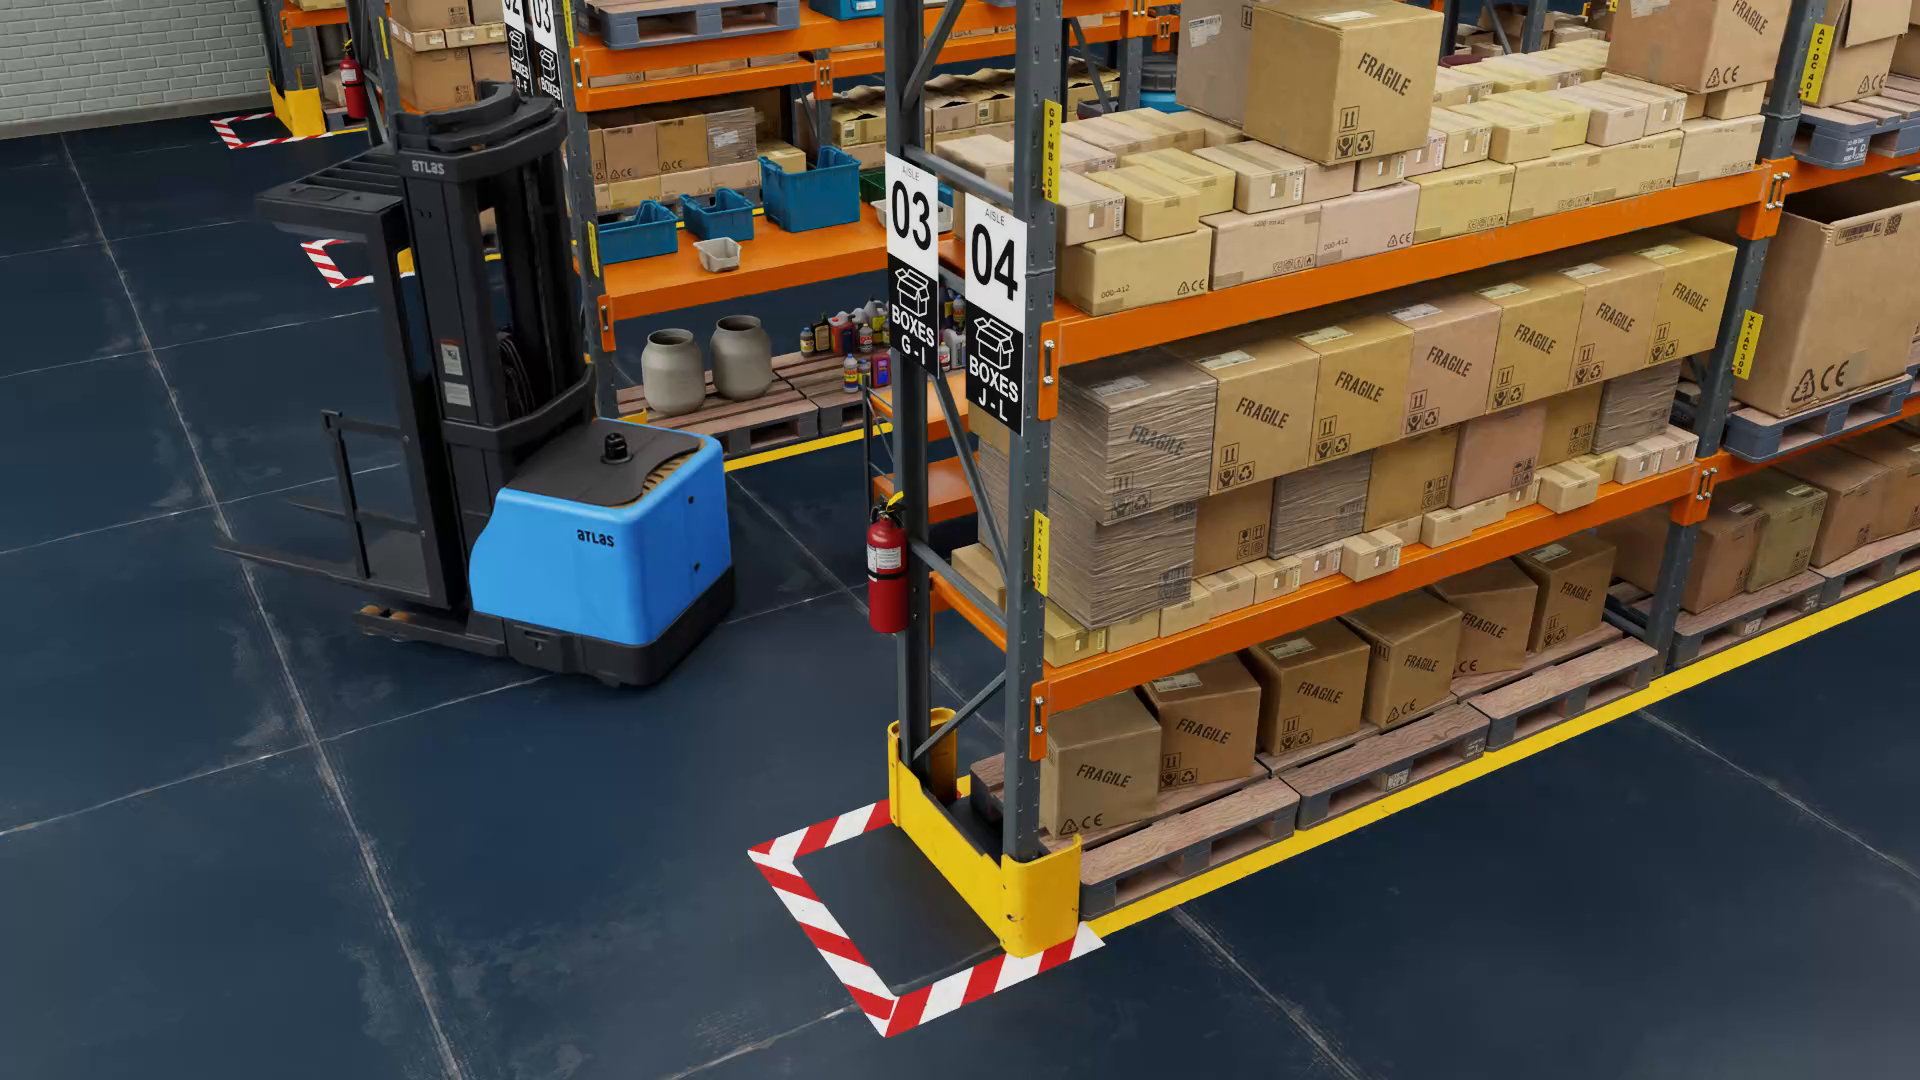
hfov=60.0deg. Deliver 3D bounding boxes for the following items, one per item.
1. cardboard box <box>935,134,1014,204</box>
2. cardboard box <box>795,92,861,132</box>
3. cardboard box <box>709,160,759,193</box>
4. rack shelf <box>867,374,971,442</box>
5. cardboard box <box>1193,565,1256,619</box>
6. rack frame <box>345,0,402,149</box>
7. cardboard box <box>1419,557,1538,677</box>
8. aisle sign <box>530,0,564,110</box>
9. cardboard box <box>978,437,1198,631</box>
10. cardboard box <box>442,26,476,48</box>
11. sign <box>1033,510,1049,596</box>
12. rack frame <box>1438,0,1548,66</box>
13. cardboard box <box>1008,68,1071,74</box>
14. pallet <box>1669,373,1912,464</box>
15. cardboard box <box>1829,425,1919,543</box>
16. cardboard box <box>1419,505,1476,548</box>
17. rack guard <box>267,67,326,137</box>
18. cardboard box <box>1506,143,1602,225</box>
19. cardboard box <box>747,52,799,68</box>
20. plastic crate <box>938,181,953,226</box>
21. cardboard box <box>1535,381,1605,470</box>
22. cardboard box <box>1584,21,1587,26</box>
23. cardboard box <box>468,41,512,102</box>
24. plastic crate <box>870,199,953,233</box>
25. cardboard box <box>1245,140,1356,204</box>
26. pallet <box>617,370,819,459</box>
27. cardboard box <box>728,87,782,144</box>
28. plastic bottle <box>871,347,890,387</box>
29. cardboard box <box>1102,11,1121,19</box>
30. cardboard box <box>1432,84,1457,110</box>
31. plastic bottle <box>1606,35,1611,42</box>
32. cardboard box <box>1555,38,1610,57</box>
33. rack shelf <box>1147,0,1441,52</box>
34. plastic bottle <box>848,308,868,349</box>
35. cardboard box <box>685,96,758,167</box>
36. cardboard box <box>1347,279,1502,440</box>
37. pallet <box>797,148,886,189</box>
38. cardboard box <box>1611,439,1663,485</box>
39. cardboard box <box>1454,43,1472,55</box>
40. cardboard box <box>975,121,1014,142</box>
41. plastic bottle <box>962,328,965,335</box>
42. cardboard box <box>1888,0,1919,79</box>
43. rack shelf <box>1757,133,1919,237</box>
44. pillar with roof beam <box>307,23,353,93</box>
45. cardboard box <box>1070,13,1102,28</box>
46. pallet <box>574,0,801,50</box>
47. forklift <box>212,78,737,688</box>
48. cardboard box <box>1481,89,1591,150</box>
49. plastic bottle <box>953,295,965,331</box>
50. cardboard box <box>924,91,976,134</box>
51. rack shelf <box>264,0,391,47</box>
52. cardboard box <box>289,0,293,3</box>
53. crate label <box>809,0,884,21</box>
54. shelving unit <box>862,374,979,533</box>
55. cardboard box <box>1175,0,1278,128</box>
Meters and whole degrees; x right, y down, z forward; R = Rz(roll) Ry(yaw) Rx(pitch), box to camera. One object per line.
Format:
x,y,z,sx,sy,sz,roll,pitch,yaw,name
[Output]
0.104,-1.418,6.354,0.250,0.149,0.380,-16,33,-26,cardboard box
-1.340,-4.349,16.857,0.500,0.311,0.500,-16,33,-26,cardboard box
-2.269,-3.562,16.011,0.500,0.250,0.500,-16,33,-26,cardboard box
0.006,-0.750,9.840,1.000,0.278,0.538,-16,33,-26,rack shelf
1.043,0.163,7.110,0.250,0.149,0.380,-16,33,-26,cardboard box
-4.992,-3.926,14.259,0.127,3.000,1.000,-16,33,-26,rack frame
2.617,0.358,8.650,0.500,0.500,0.500,-6,29,-11,cardboard box
-2.400,-2.860,9.637,0.004,0.787,0.394,-16,33,-26,aisle sign
0.511,-0.095,6.907,0.500,0.500,0.875,-16,33,-26,cardboard box
-4.319,-4.326,14.209,0.250,0.149,0.380,-17,33,-28,cardboard box
0.298,0.049,6.161,0.005,0.325,0.100,-16,33,-26,sign
4.411,-3.820,14.067,0.127,3.000,1.000,-16,33,-26,rack frame
0.856,-4.972,17.985,0.500,0.311,0.500,-17,33,-28,cardboard box
4.204,-0.820,8.830,1.213,0.211,1.003,-16,33,-26,pallet
5.396,-0.400,10.001,0.500,0.500,0.700,-13,31,-22,cardboard box
2.135,-0.131,7.643,0.250,0.149,0.380,-16,33,-26,cardboard box
-7.440,-4.913,18.635,0.348,0.500,1.175,-16,33,-26,rack guard
2.319,-1.554,7.013,0.500,0.250,0.500,-16,33,-27,cardboard box
-1.923,-4.838,15.808,0.500,0.500,0.700,-17,33,-28,cardboard box
0.146,-2.392,11.633,0.616,0.251,0.499,-16,33,-26,plastic crate
2.603,-0.759,8.110,0.500,0.500,0.875,-16,33,-26,cardboard box
8.052,-6.774,21.897,0.250,0.166,0.380,-16,33,-26,cardboard box
-4.133,-4.209,14.669,0.500,0.500,0.700,-15,32,-25,cardboard box
-0.309,-2.222,11.445,0.437,0.136,0.530,-16,33,-26,plastic crate
1.288,-1.423,6.361,0.250,0.149,0.380,-16,33,-26,cardboard box
-1.741,-0.875,11.618,1.213,0.211,1.003,-16,33,-26,pallet
-2.102,-4.230,16.446,0.500,0.500,0.500,-16,33,-26,cardboard box
-0.561,-1.227,11.724,0.133,0.283,0.061,-15,32,-26,plastic bottle
1.569,-5.774,17.701,0.500,0.311,0.500,-14,32,-23,cardboard box
1.930,-1.913,7.251,0.250,0.149,0.380,-17,33,-27,cardboard box
5.962,-4.454,15.268,0.185,0.351,0.144,-16,33,-26,plastic bottle
3.035,-2.248,7.858,0.250,0.149,0.380,-17,33,-28,cardboard box
3.629,-6.059,18.869,4.000,0.370,1.077,-16,33,-26,rack shelf
-0.774,-1.578,12.369,0.135,0.276,0.152,-17,33,-28,plastic bottle
-2.270,-3.891,15.832,0.500,0.500,0.500,-16,33,-26,cardboard box
1.928,-0.798,7.146,0.500,0.500,0.500,-16,33,-26,cardboard box
-0.928,-3.881,17.064,1.213,0.211,1.003,-16,33,-26,pallet
3.215,-0.435,8.194,0.250,0.149,0.380,-16,33,-26,cardboard box
5.825,-5.891,20.148,0.500,0.311,0.500,-16,33,-26,cardboard box
0.255,-4.257,17.271,0.500,0.250,0.500,-15,32,-25,cardboard box
0.109,-1.470,12.095,0.185,0.351,0.144,-16,33,-27,plastic bottle
4.739,-2.625,8.255,0.637,0.503,0.797,-14,32,-24,cardboard box
5.196,-2.265,8.890,4.000,0.370,1.077,-16,33,-26,rack shelf
-5.159,-7.353,14.261,0.400,9.000,9.100,-16,33,-26,pillar with roof beam
1.269,-5.439,17.261,0.250,0.149,0.380,-16,33,-26,cardboard box
-1.723,-3.254,10.133,1.213,0.211,1.003,-16,33,-26,pallet
-2.845,-0.941,8.922,3.031,2.935,1.130,11,31,18,forklift
2.404,-1.764,6.980,0.250,0.149,0.380,-15,32,-24,cardboard box
-0.008,-1.728,12.646,0.097,0.271,0.097,0,29,0,plastic bottle
-0.181,-4.376,16.905,0.500,0.311,0.500,-17,33,-28,cardboard box
-5.781,-6.163,19.058,4.000,0.370,1.077,-16,33,-26,rack shelf
-7.200,-6.127,18.382,0.500,0.250,0.500,-15,32,-26,cardboard box
-0.705,-3.430,10.411,0.408,0.251,0.502,-16,33,-26,crate label
0.006,-0.494,9.981,1.048,1.125,0.538,-16,33,-26,shelving unit
1.231,-1.989,6.717,0.500,0.500,0.500,-16,33,-26,cardboard box
